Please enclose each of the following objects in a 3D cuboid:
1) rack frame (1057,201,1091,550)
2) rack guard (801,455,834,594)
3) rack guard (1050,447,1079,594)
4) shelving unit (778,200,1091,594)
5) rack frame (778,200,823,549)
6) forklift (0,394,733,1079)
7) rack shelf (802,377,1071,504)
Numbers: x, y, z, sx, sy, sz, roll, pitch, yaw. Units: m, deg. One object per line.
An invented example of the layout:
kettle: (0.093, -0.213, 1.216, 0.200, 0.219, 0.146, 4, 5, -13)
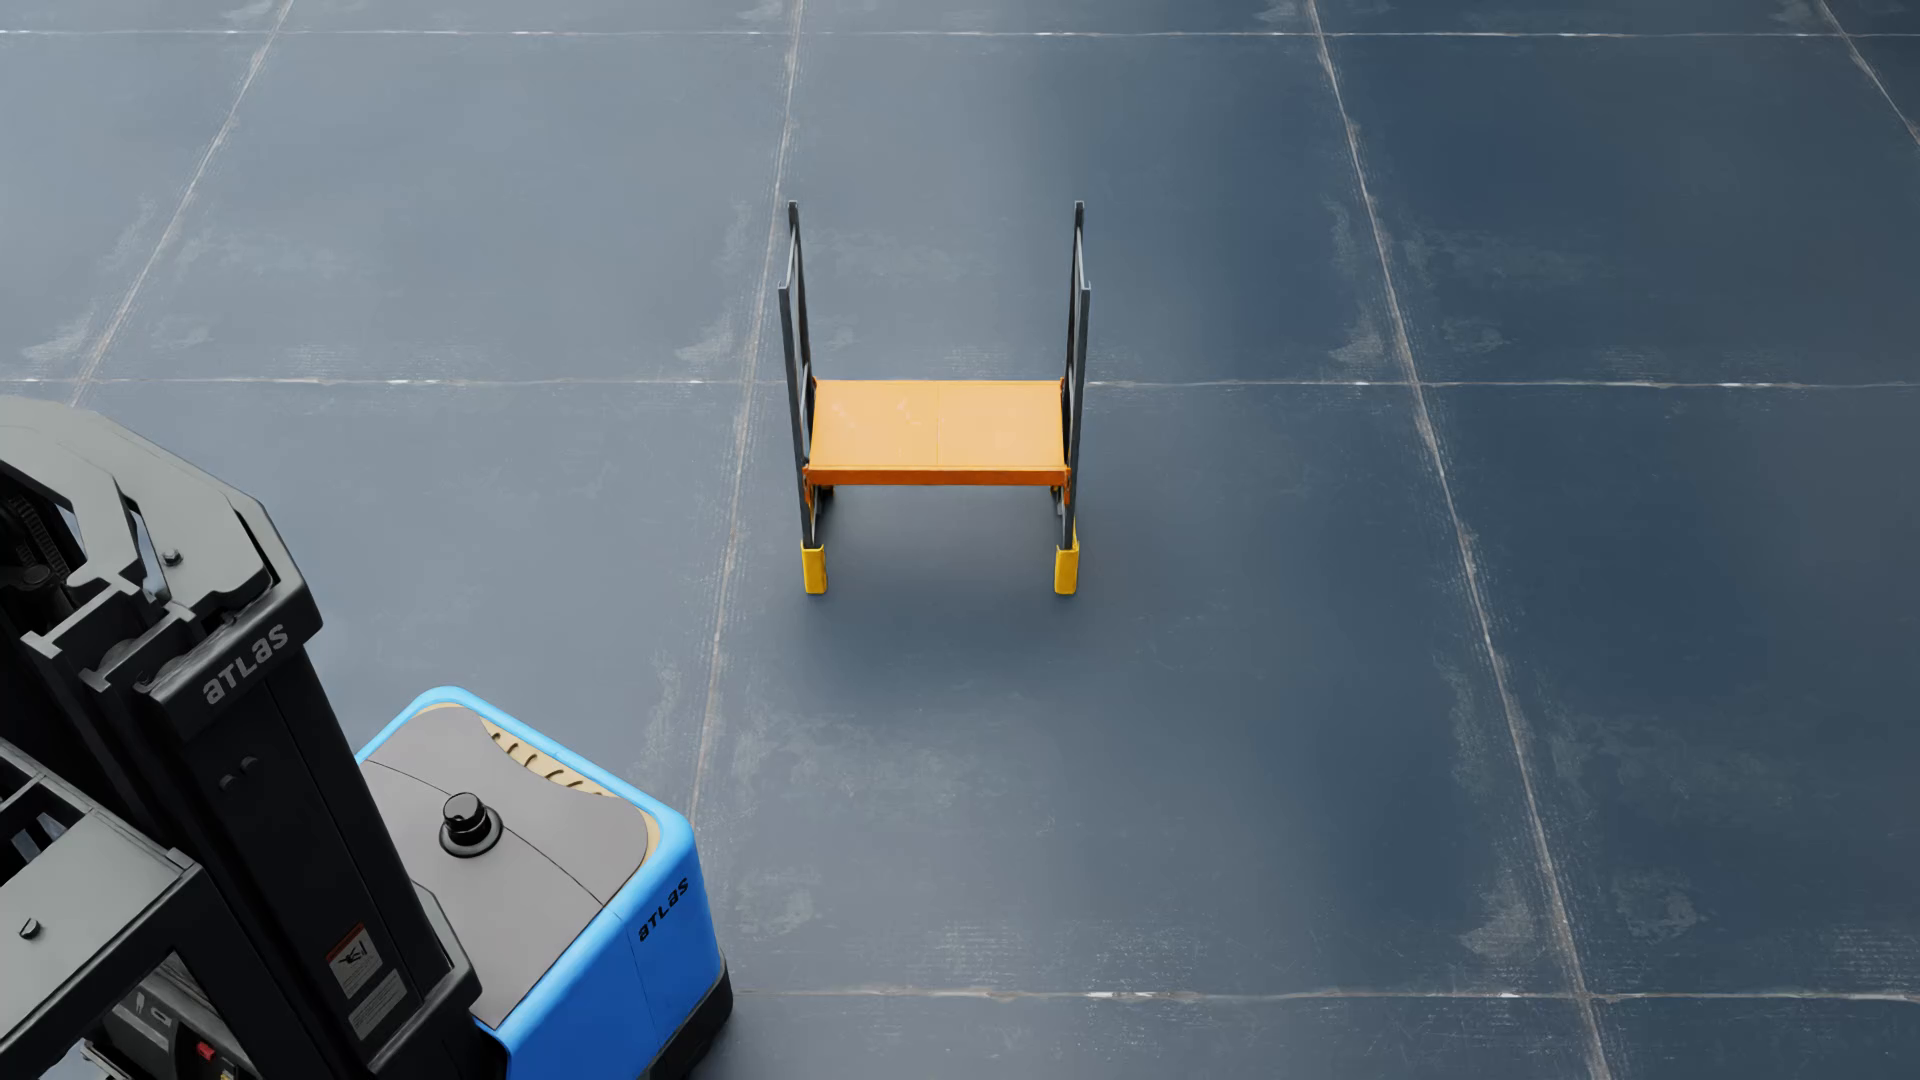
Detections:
rack frame: (0.423, -0.510, 6.281, 0.032, 1.500, 0.500, 0, 47, 0)
rack guard: (-0.574, -0.087, 6.741, 0.087, 0.250, 0.587, 0, 47, 0)
rack guard: (0.422, -0.084, 6.738, 0.087, 0.250, 0.587, 0, 47, 0)
shelving unit: (-0.076, -0.511, 6.282, 1.083, 1.500, 0.587, 0, 47, 0)
rack frame: (-0.594, -0.513, 6.283, 0.032, 1.500, 0.500, 0, 47, 0)
forklift: (-1.942, 1.247, 3.668, 1.130, 2.935, 3.031, 25, 52, 21)
rack shelf: (-0.085, -0.389, 6.414, 1.000, 0.185, 0.538, 0, 47, 0)
